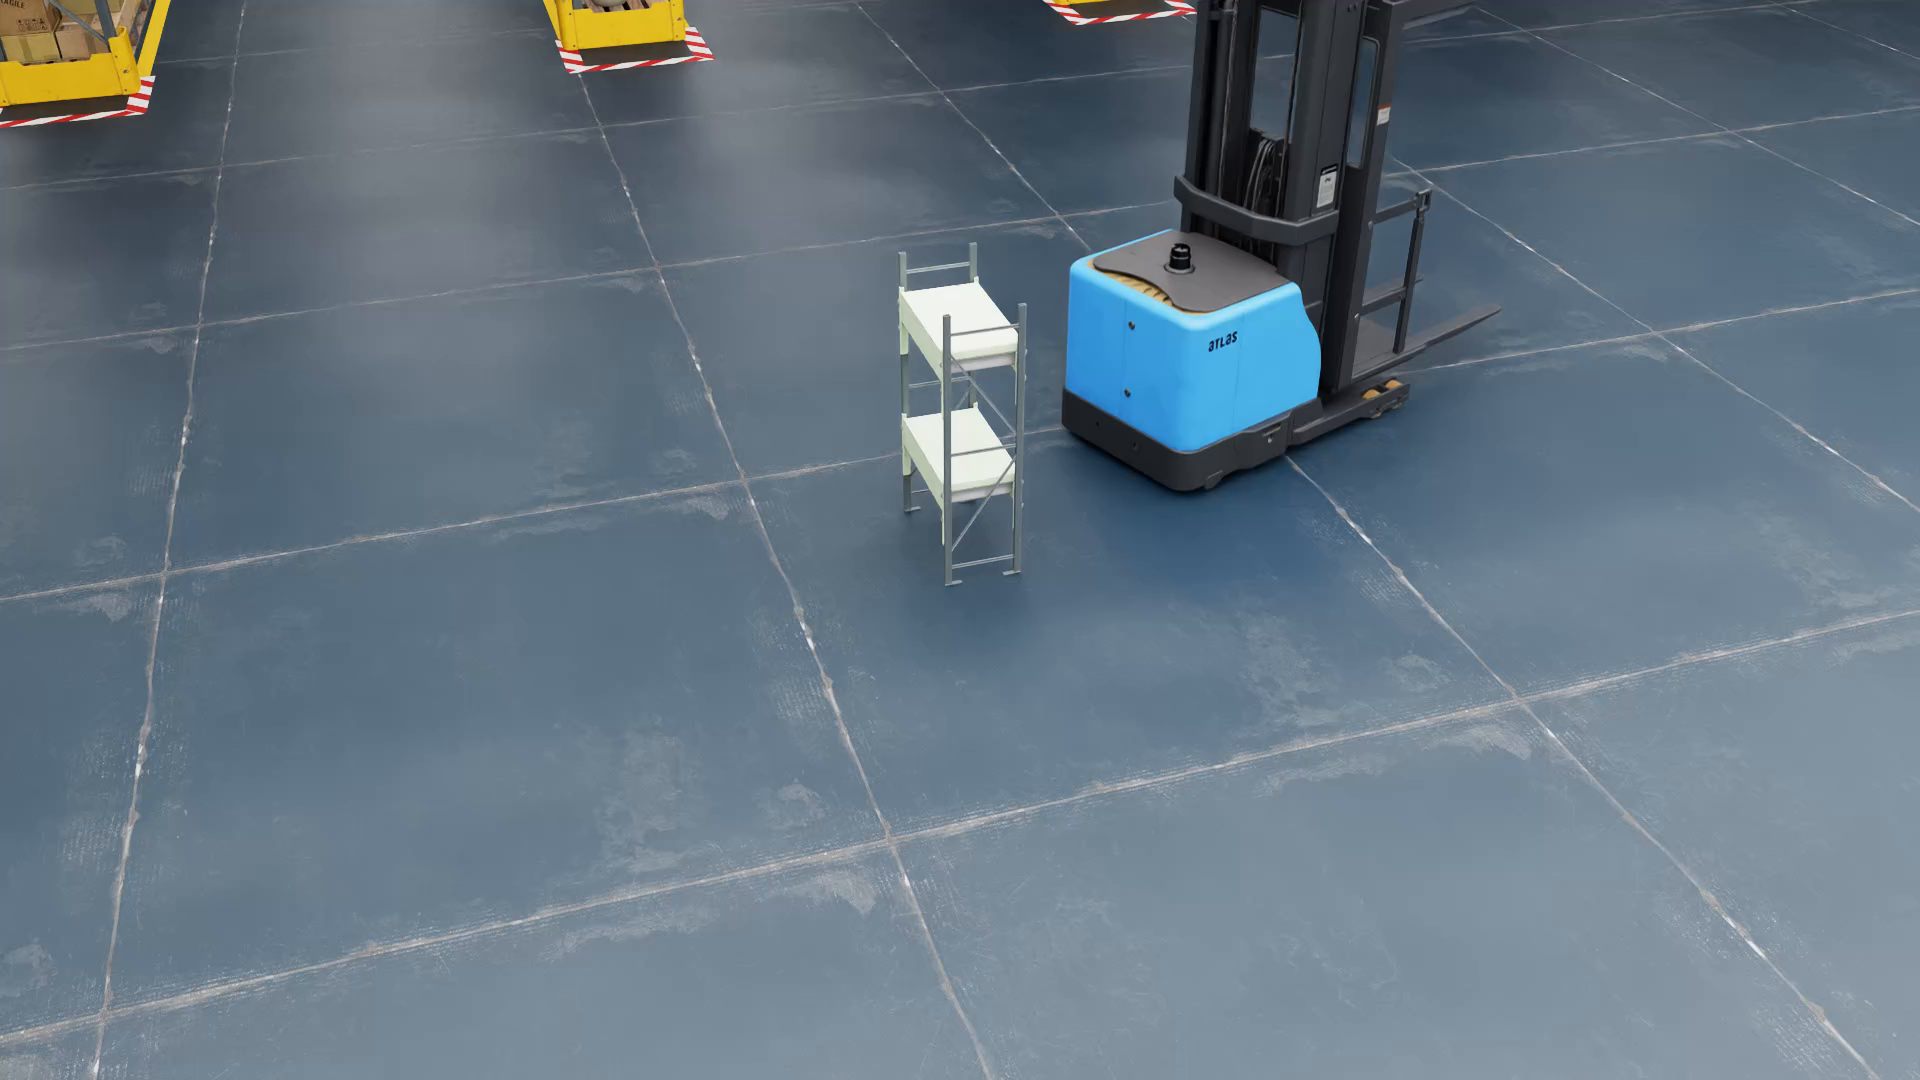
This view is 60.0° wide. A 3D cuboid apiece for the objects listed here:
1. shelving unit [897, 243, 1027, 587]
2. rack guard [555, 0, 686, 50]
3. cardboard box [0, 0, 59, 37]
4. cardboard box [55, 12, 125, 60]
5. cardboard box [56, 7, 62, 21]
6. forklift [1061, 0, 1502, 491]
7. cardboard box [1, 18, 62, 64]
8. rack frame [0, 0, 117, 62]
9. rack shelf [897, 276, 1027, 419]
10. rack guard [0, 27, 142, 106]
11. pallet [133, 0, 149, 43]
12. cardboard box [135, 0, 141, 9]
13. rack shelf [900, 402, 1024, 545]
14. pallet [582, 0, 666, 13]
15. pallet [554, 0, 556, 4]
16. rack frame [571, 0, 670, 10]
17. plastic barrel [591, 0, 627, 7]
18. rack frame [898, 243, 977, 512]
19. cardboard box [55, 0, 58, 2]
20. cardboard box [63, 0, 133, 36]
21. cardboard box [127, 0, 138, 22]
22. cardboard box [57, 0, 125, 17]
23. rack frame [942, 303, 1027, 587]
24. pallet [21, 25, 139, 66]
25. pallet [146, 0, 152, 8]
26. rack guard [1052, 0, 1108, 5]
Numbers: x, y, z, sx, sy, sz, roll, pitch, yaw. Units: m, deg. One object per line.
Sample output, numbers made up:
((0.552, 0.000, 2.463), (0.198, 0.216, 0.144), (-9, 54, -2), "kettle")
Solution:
((0.002, -0.622, 8.331), (0.431, 1.500, 0.755), (-10, 35, -15), "shelving unit")
((-3.246, -5.034, 15.915), (1.175, 0.500, 0.348), (-10, 35, -15), "rack guard")
((-8.344, -4.786, 14.706), (0.500, 0.500, 0.500), (-10, 35, -15), "cardboard box")
((-7.849, -4.561, 15.045), (0.500, 0.250, 0.500), (-10, 35, -15), "cardboard box")
((-8.506, -4.734, 15.307), (0.500, 0.250, 0.500), (-10, 35, -15), "cardboard box")
((2.059, -2.147, 9.341), (3.031, 2.935, 1.130), (-24, 40, -31), "forklift")
((-8.342, -4.474, 14.913), (0.500, 0.250, 0.500), (-10, 35, -15), "cardboard box")
((-7.897, -5.214, 13.920), (1.000, 3.000, 0.127), (-10, 35, -15), "rack frame")
((0.002, -0.948, 8.116), (0.431, 0.370, 0.720), (-10, 35, -15), "rack shelf")
((-7.890, -4.159, 14.590), (1.175, 0.500, 0.348), (-10, 35, -15), "rack guard")
((-8.539, -5.085, 16.253), (1.003, 0.211, 1.213), (-10, 35, -15), "pallet")
((-8.305, -5.349, 16.237), (0.500, 0.250, 0.500), (-10, 35, -15), "cardboard box")
((0.002, -0.350, 8.511), (0.431, 0.370, 0.720), (-10, 35, -15), "rack shelf")
((-3.489, -5.341, 16.641), (1.003, 0.211, 1.213), (-10, 35, -15), "pallet")
((-3.858, -5.980, 17.609), (1.003, 0.211, 1.213), (-10, 35, -15), "pallet")
((-3.179, -6.045, 15.177), (1.000, 3.000, 0.127), (-10, 35, -15), "rack frame")
((-3.452, -5.515, 16.251), (0.421, 0.512, 0.421), (0, 33, 0), "plastic barrel")
((-0.110, -0.814, 8.622), (0.400, 1.500, 0.023), (-10, 35, -15), "rack frame")
((-8.663, -5.309, 15.496), (0.500, 0.500, 0.500), (-10, 35, -15), "cardboard box")
((-8.005, -4.823, 15.441), (0.500, 0.250, 0.500), (-10, 35, -15), "cardboard box")
((-8.157, -5.085, 15.838), (0.500, 0.250, 0.500), (-10, 35, -15), "cardboard box")
((-8.003, -5.136, 15.235), (0.500, 0.500, 0.500), (-10, 35, -15), "cardboard box")
((0.114, -0.430, 8.040), (0.400, 1.500, 0.023), (-10, 35, -15), "rack frame")
((-8.170, -4.445, 15.285), (1.003, 0.211, 1.213), (-10, 35, -15), "pallet")
((-8.914, -5.726, 17.224), (1.003, 0.211, 1.213), (-10, 35, -15), "pallet")
((1.515, -5.875, 17.187), (1.175, 0.500, 0.348), (-10, 35, -15), "rack guard")
